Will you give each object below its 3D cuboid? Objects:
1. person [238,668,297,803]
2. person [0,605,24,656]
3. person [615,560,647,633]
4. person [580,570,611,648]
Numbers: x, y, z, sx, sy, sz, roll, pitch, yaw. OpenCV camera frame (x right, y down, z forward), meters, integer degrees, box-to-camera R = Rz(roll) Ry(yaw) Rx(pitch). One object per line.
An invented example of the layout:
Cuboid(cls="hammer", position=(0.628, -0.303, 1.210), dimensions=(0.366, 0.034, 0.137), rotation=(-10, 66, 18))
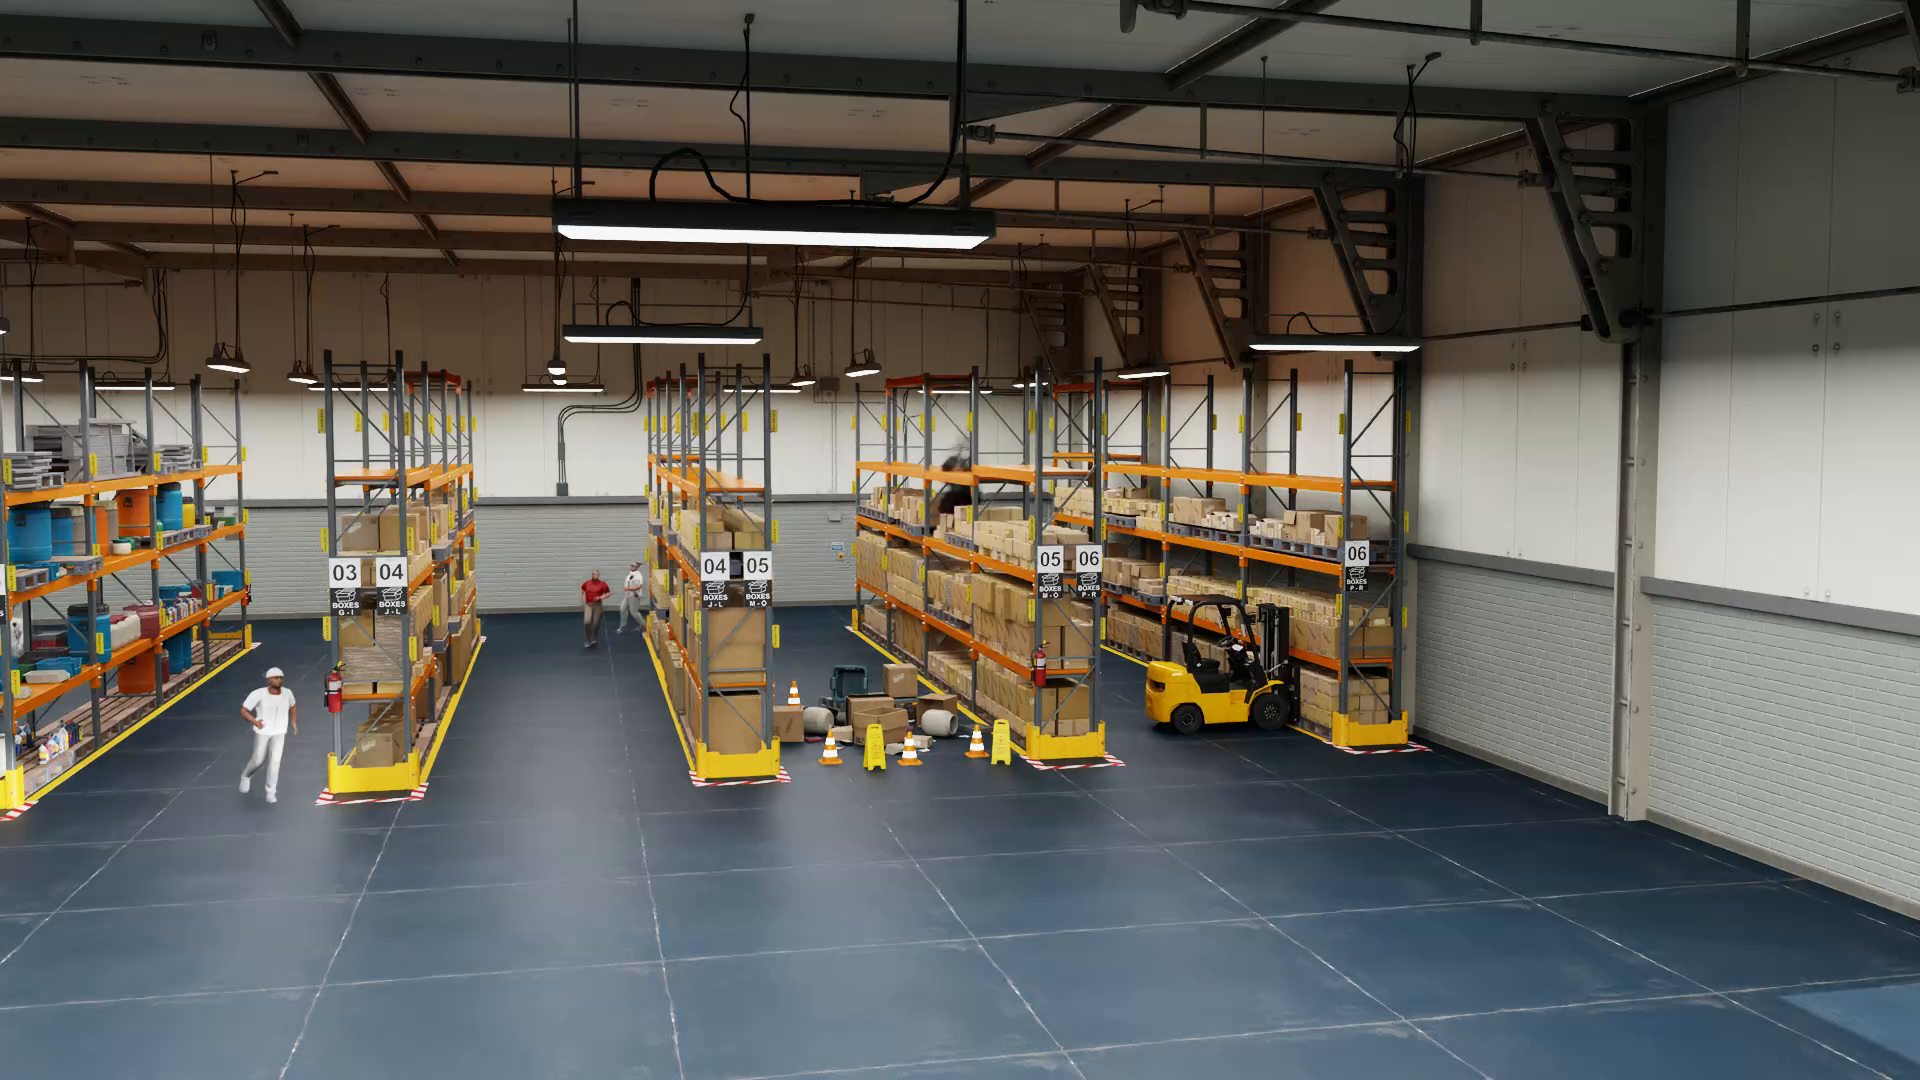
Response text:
Cuboid(cls="person", position=(-9.198, 2.579, 22.237), dimensions=(0.764, 1.721, 0.962), rotation=(-3, 5, -39))
Cuboid(cls="person", position=(-17.775, 2.013, 31.044), dimensions=(0.620, 1.660, 0.513), rotation=(-1, 4, -18))
Cuboid(cls="person", position=(-7.841, 1.366, 39.859), dimensions=(0.698, 1.810, 0.724), rotation=(-3, 5, -35))
Cuboid(cls="person", position=(-8.210, 1.566, 37.413), dimensions=(0.689, 1.793, 0.637), rotation=(0, 4, -7))
